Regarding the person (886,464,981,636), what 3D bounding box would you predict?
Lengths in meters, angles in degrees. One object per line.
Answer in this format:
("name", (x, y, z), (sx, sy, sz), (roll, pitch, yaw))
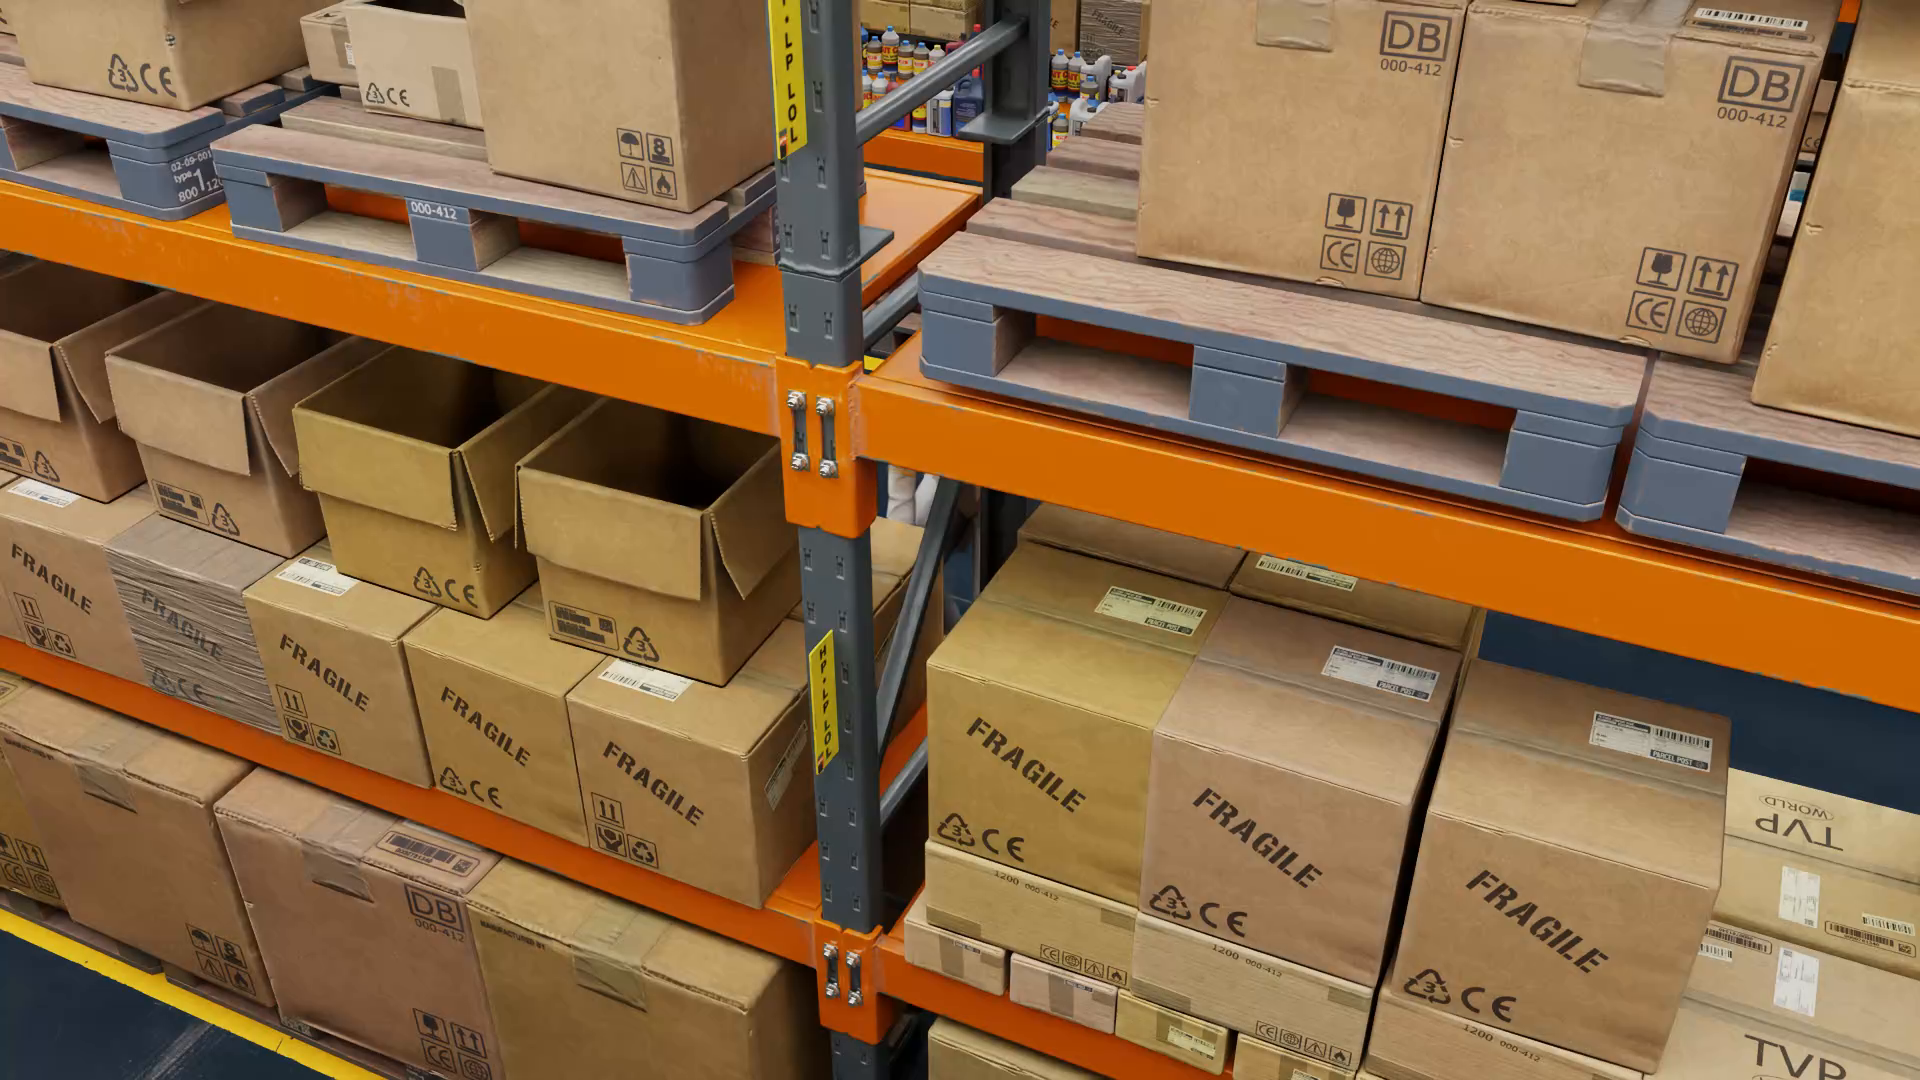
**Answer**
("person", (0.037, -0.094, 6.533), (0.628, 1.526, 0.635), (14, 36, 21))
